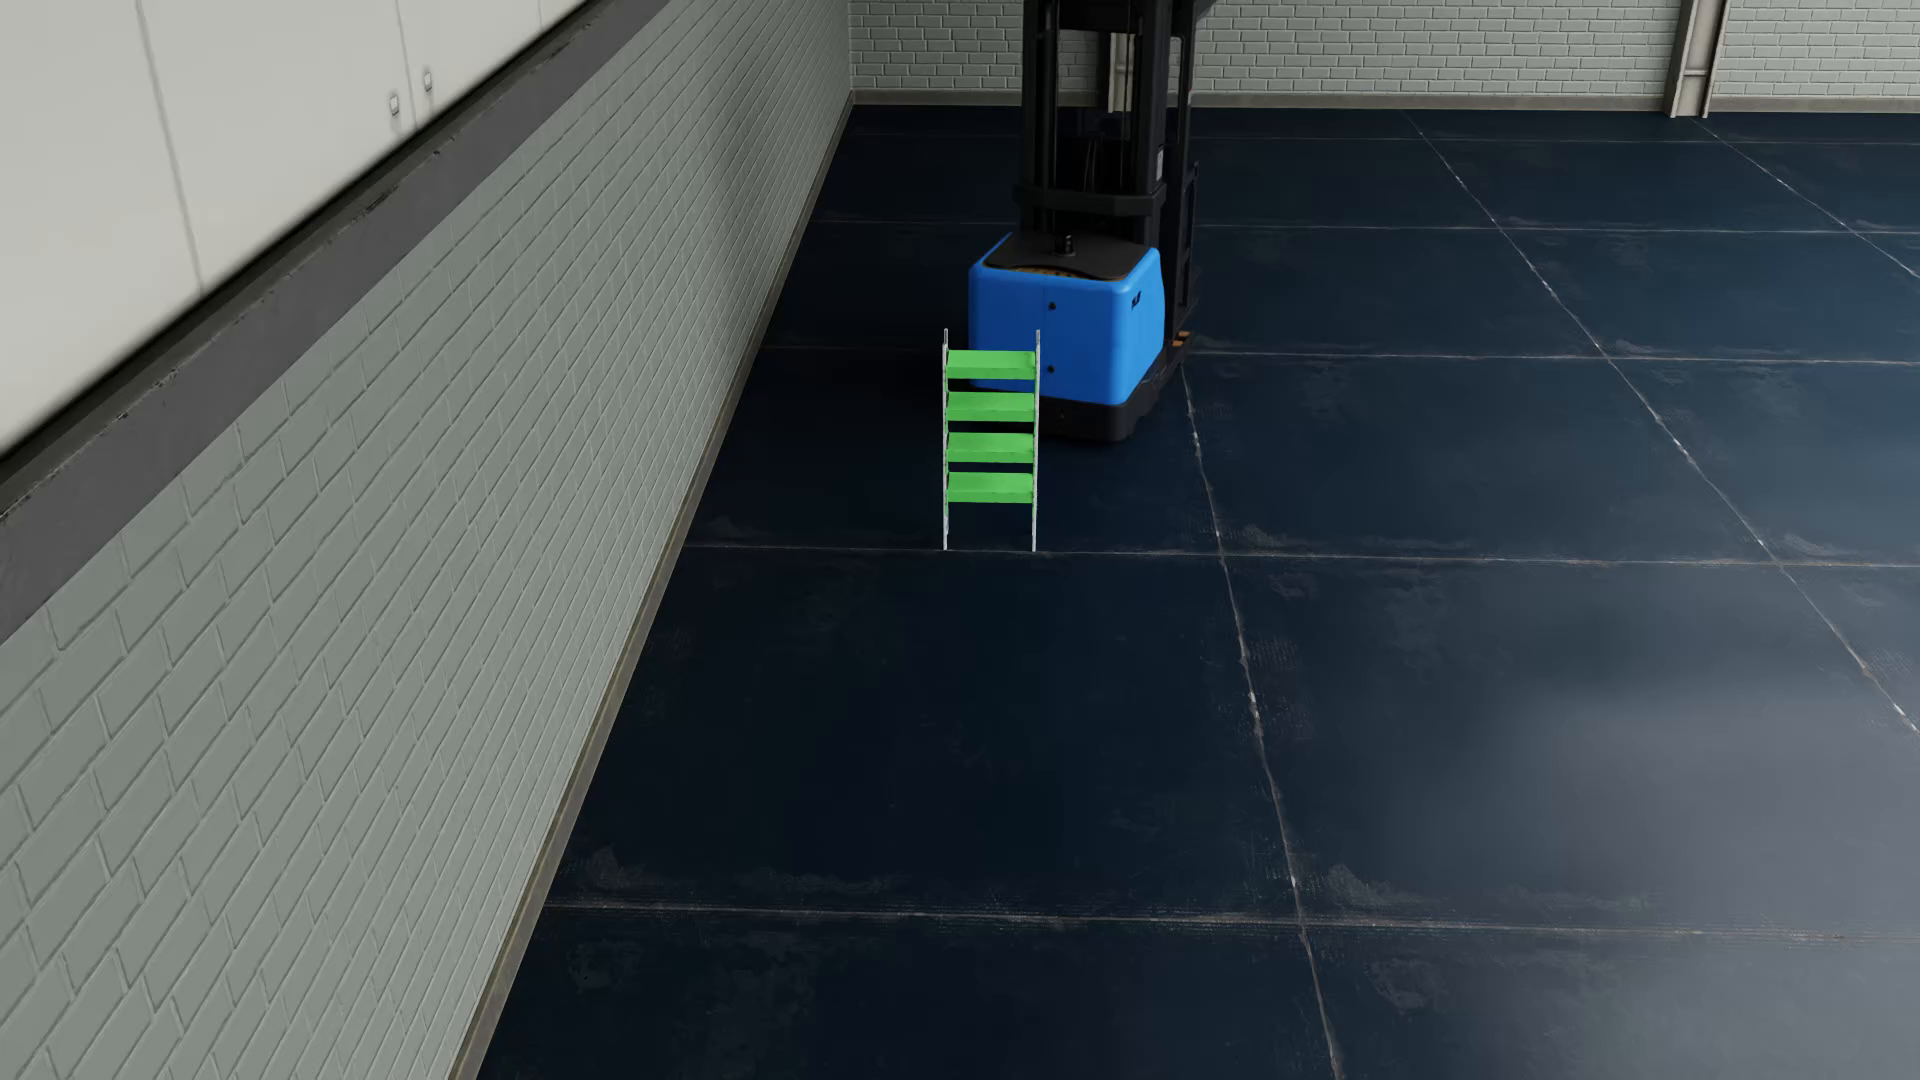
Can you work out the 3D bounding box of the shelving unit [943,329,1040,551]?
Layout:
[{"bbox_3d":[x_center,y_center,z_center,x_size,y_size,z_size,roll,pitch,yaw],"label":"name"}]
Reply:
[{"bbox_3d":[0.165,-0.527,8.964,0.503,1.200,0.258,1,28,2],"label":"shelving unit"}]

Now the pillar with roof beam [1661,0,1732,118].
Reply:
[{"bbox_3d":[7.640,-6.547,11.992,0.400,9.000,9.100,1,28,2],"label":"pillar with roof beam"}]

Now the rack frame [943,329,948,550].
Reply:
[{"bbox_3d":[-0.078,-0.531,8.971,0.015,1.200,0.240,1,28,2],"label":"rack frame"}]

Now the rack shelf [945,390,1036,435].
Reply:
[{"bbox_3d":[0.165,-0.683,8.881,0.480,0.148,0.258,1,28,2],"label":"rack shelf"}]

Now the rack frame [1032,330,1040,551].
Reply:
[{"bbox_3d":[0.409,-0.523,8.956,0.015,1.200,0.240,1,28,2],"label":"rack frame"}]

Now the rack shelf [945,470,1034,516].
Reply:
[{"bbox_3d":[0.165,-0.259,9.106,0.480,0.148,0.258,1,28,2],"label":"rack shelf"}]

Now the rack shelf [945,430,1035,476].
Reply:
[{"bbox_3d":[0.165,-0.471,8.994,0.480,0.148,0.258,1,28,2],"label":"rack shelf"}]

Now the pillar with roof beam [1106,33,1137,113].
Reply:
[{"bbox_3d":[1.643,-6.646,12.180,0.400,9.000,9.100,1,28,2],"label":"pillar with roof beam"}]

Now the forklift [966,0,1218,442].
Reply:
[{"bbox_3d":[1.012,-2.571,10.970,1.130,2.935,3.031,10,29,17],"label":"forklift"}]

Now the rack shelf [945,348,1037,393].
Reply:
[{"bbox_3d":[0.165,-0.895,8.769,0.480,0.148,0.258,1,28,2],"label":"rack shelf"}]
